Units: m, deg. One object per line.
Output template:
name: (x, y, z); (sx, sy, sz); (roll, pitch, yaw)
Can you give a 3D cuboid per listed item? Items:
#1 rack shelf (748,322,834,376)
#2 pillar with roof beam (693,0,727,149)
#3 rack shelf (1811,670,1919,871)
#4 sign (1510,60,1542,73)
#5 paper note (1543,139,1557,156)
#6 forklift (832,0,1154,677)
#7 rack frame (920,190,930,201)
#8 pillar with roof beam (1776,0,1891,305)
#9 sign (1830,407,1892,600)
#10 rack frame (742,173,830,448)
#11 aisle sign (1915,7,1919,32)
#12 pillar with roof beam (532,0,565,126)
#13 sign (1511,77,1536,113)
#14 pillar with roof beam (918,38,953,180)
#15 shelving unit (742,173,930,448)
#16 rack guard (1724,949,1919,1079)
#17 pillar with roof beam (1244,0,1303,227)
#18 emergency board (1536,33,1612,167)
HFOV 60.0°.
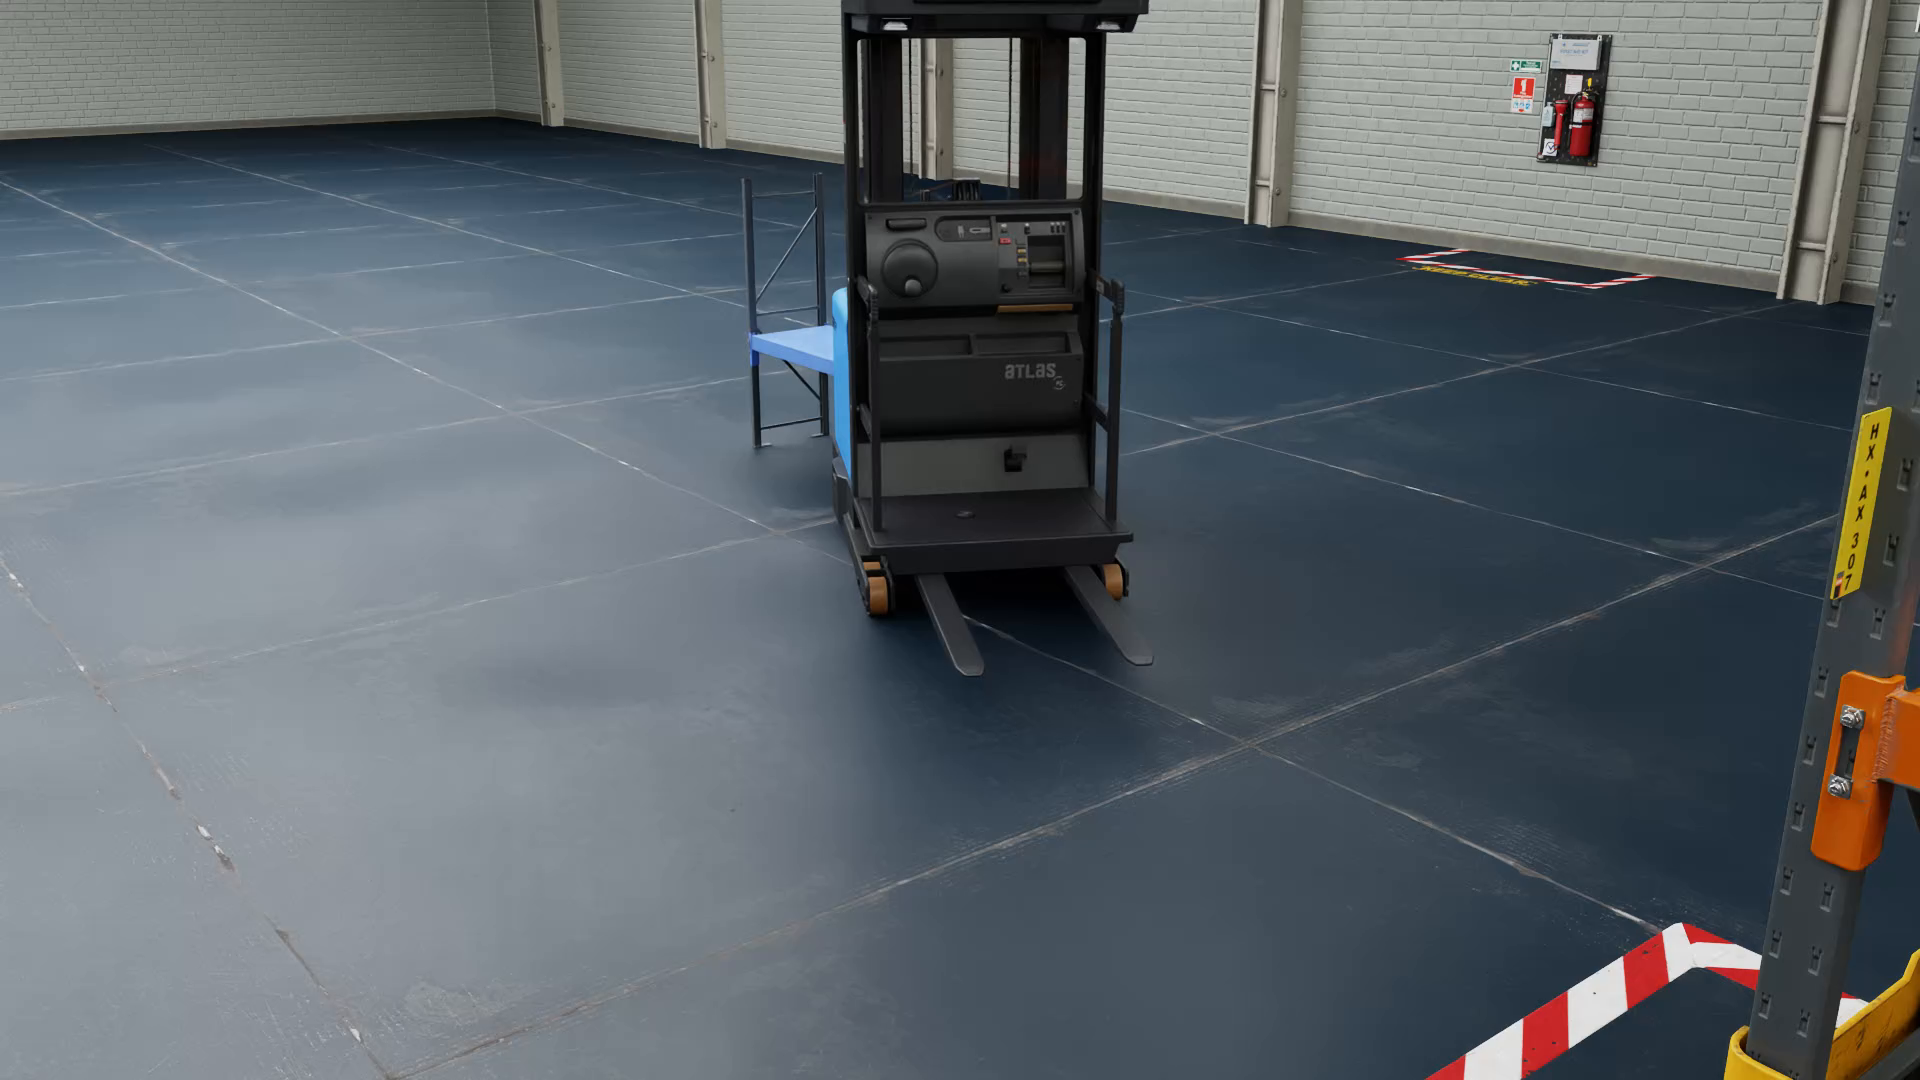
rack shelf: (-0.666, -0.985, 9.025); (0.538, 0.185, 1.000); (-13, 23, -35)
pillar with roof beam: (-7.428, -9.887, 23.406); (9.100, 9.000, 0.400); (-14, 23, -36)
rack shelf: (3.211, 0.799, 1.823); (1.077, 0.370, 4.000); (-14, 23, -36)
sign: (5.352, -4.483, 15.728); (0.001, 0.109, 0.331); (-14, 23, -36)
paper note: (5.562, -3.699, 15.664); (0.016, 0.148, 0.142); (-14, 23, -36)
forklift: (0.102, -1.197, 6.816); (1.130, 2.935, 3.031); (-3, 19, -9)
rack frame: (-0.360, -1.029, 8.583); (0.500, 1.500, 0.032); (-13, 23, -35)
pillar with roof beam: (3.748, -5.452, 10.011); (9.100, 9.000, 0.400); (-14, 23, -36)
sign: (1.535, -0.061, 2.834); (0.100, 0.325, 0.005); (-14, 23, -36)
rack frame: (-0.972, -1.284, 9.354); (0.500, 1.500, 0.032); (-13, 23, -35)
aisle sign: (1.695, -1.230, 2.671); (0.394, 0.787, 0.004); (-14, 23, -36)
pillar with roof beam: (-11.153, -11.366, 27.871); (9.100, 9.000, 0.400); (-14, 23, -36)
sign: (5.356, -4.234, 15.820); (0.001, 0.329, 0.234); (-14, 23, -36)
pillar with roof beam: (-3.703, -8.409, 18.941); (9.100, 9.000, 0.400); (-14, 23, -36)
shelving unit: (-0.666, -1.156, 8.968); (0.538, 1.500, 1.048); (-13, 23, -35)
rack guard: (2.053, 1.160, 3.563); (1.175, 0.500, 0.348); (-14, 23, -36)
pillar with roof beam: (0.023, -6.930, 14.476); (9.100, 9.000, 0.400); (-14, 23, -36)
emergency board: (5.618, -4.060, 15.353); (0.194, 1.169, 0.643); (-14, 23, -36)
